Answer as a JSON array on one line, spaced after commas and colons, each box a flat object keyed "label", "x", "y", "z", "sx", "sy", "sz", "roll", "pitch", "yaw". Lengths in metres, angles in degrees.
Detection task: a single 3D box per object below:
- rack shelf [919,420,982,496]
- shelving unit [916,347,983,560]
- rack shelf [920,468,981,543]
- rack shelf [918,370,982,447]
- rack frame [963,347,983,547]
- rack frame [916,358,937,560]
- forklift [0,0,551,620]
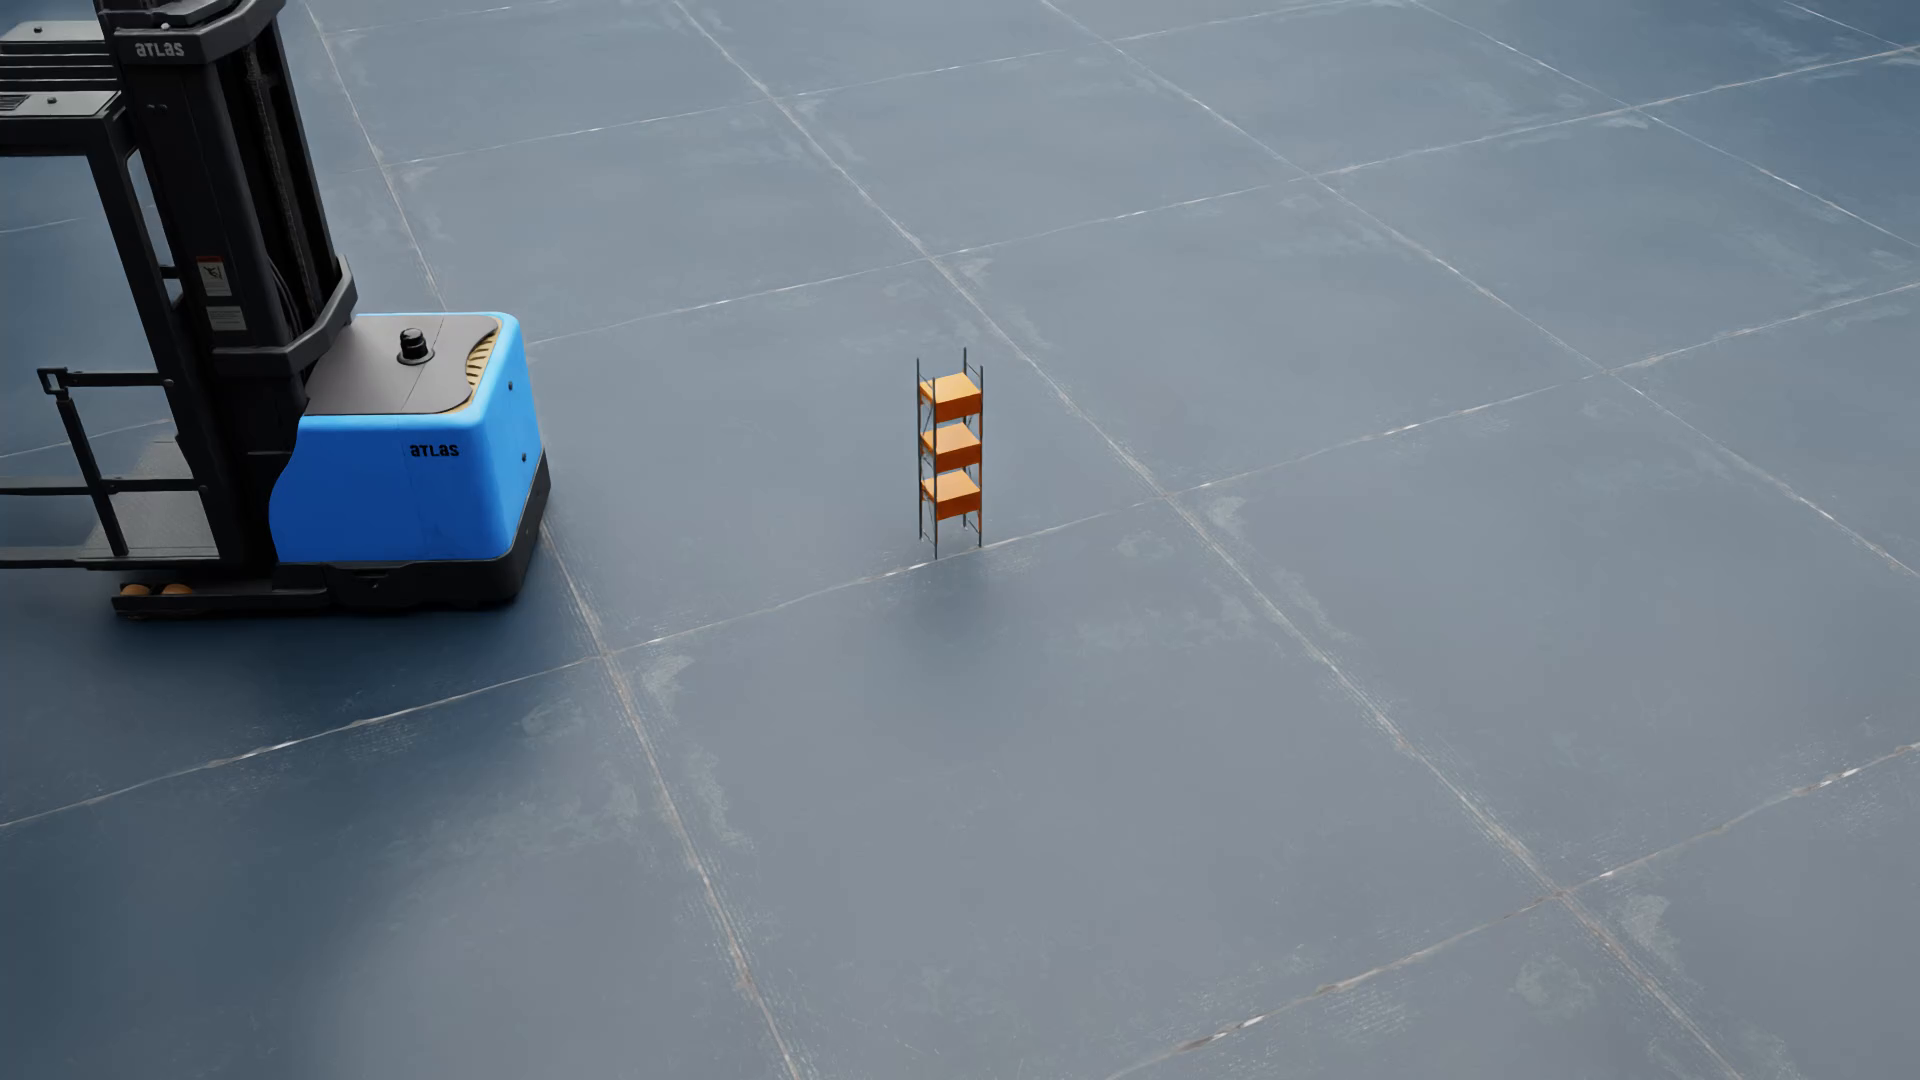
[{"label": "rack shelf", "x": -0.048, "y": -0.400, "z": 8.068, "sx": 0.240, "sy": 0.259, "sz": 0.215, "roll": -16, "pitch": 39, "yaw": -20}, {"label": "shelving unit", "x": -0.048, "y": -0.408, "z": 8.062, "sx": 0.252, "sy": 1.050, "sz": 0.215, "roll": -16, "pitch": 39, "yaw": -20}, {"label": "rack shelf", "x": -0.048, "y": -0.176, "z": 8.234, "sx": 0.240, "sy": 0.259, "sz": 0.215, "roll": -16, "pitch": 39, "yaw": -20}, {"label": "rack shelf", "x": -0.048, "y": -0.628, "z": 7.899, "sx": 0.240, "sy": 0.259, "sz": 0.215, "roll": -16, "pitch": 39, "yaw": -20}, {"label": "rack frame", "x": 0.062, "y": -0.439, "z": 8.104, "sx": 0.008, "sy": 1.050, "sz": 0.200, "roll": -16, "pitch": 39, "yaw": -20}, {"label": "rack frame", "x": -0.159, "y": -0.377, "z": 8.020, "sx": 0.008, "sy": 1.050, "sz": 0.200, "roll": -16, "pitch": 39, "yaw": -20}, {"label": "forklift", "x": -3.629, "y": -1.121, "z": 7.444, "sx": 3.031, "sy": 2.935, "sz": 1.130, "roll": -1, "pitch": 37, "yaw": -1}]
